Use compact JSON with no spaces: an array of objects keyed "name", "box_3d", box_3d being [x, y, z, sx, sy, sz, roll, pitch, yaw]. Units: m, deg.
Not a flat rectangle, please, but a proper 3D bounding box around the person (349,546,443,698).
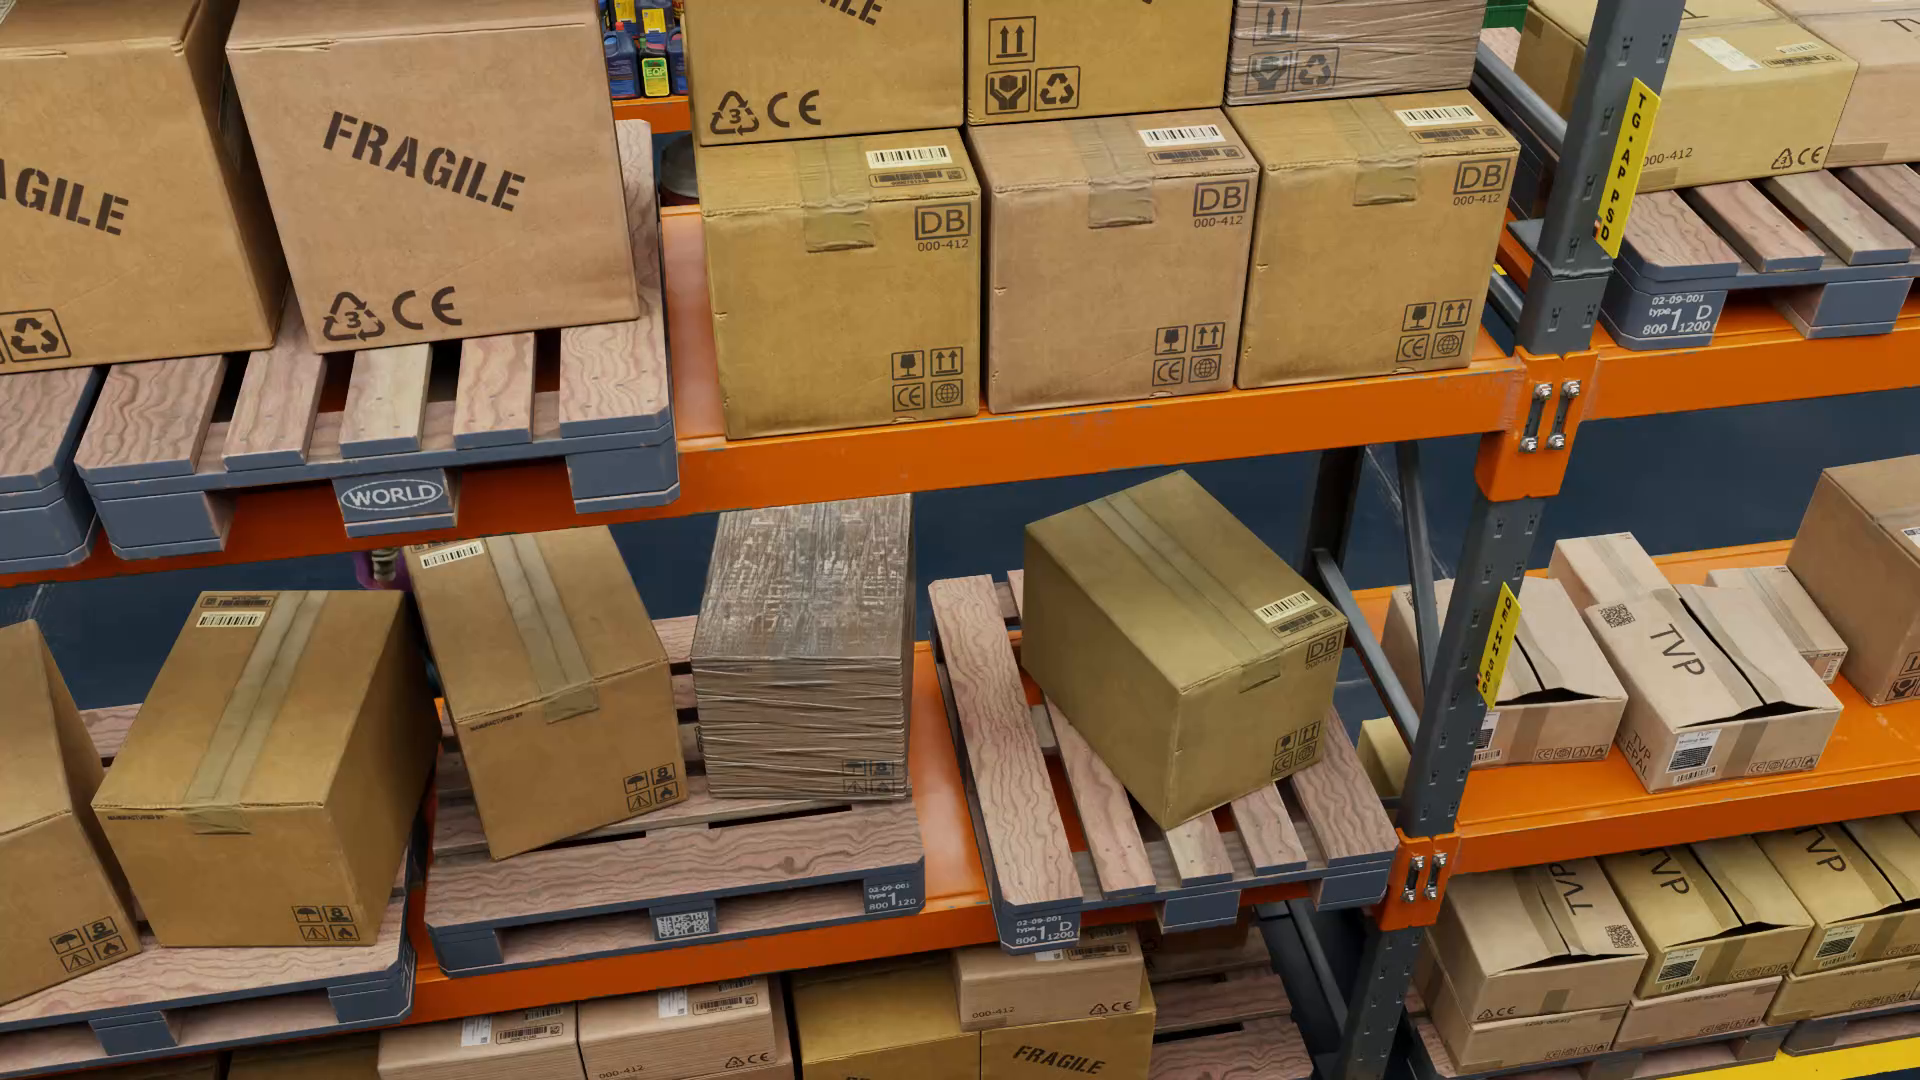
[{"name":"person","box_3d":[-2.033,0.103,6.016,0.444,1.592,0.479,0,39,0]}]
